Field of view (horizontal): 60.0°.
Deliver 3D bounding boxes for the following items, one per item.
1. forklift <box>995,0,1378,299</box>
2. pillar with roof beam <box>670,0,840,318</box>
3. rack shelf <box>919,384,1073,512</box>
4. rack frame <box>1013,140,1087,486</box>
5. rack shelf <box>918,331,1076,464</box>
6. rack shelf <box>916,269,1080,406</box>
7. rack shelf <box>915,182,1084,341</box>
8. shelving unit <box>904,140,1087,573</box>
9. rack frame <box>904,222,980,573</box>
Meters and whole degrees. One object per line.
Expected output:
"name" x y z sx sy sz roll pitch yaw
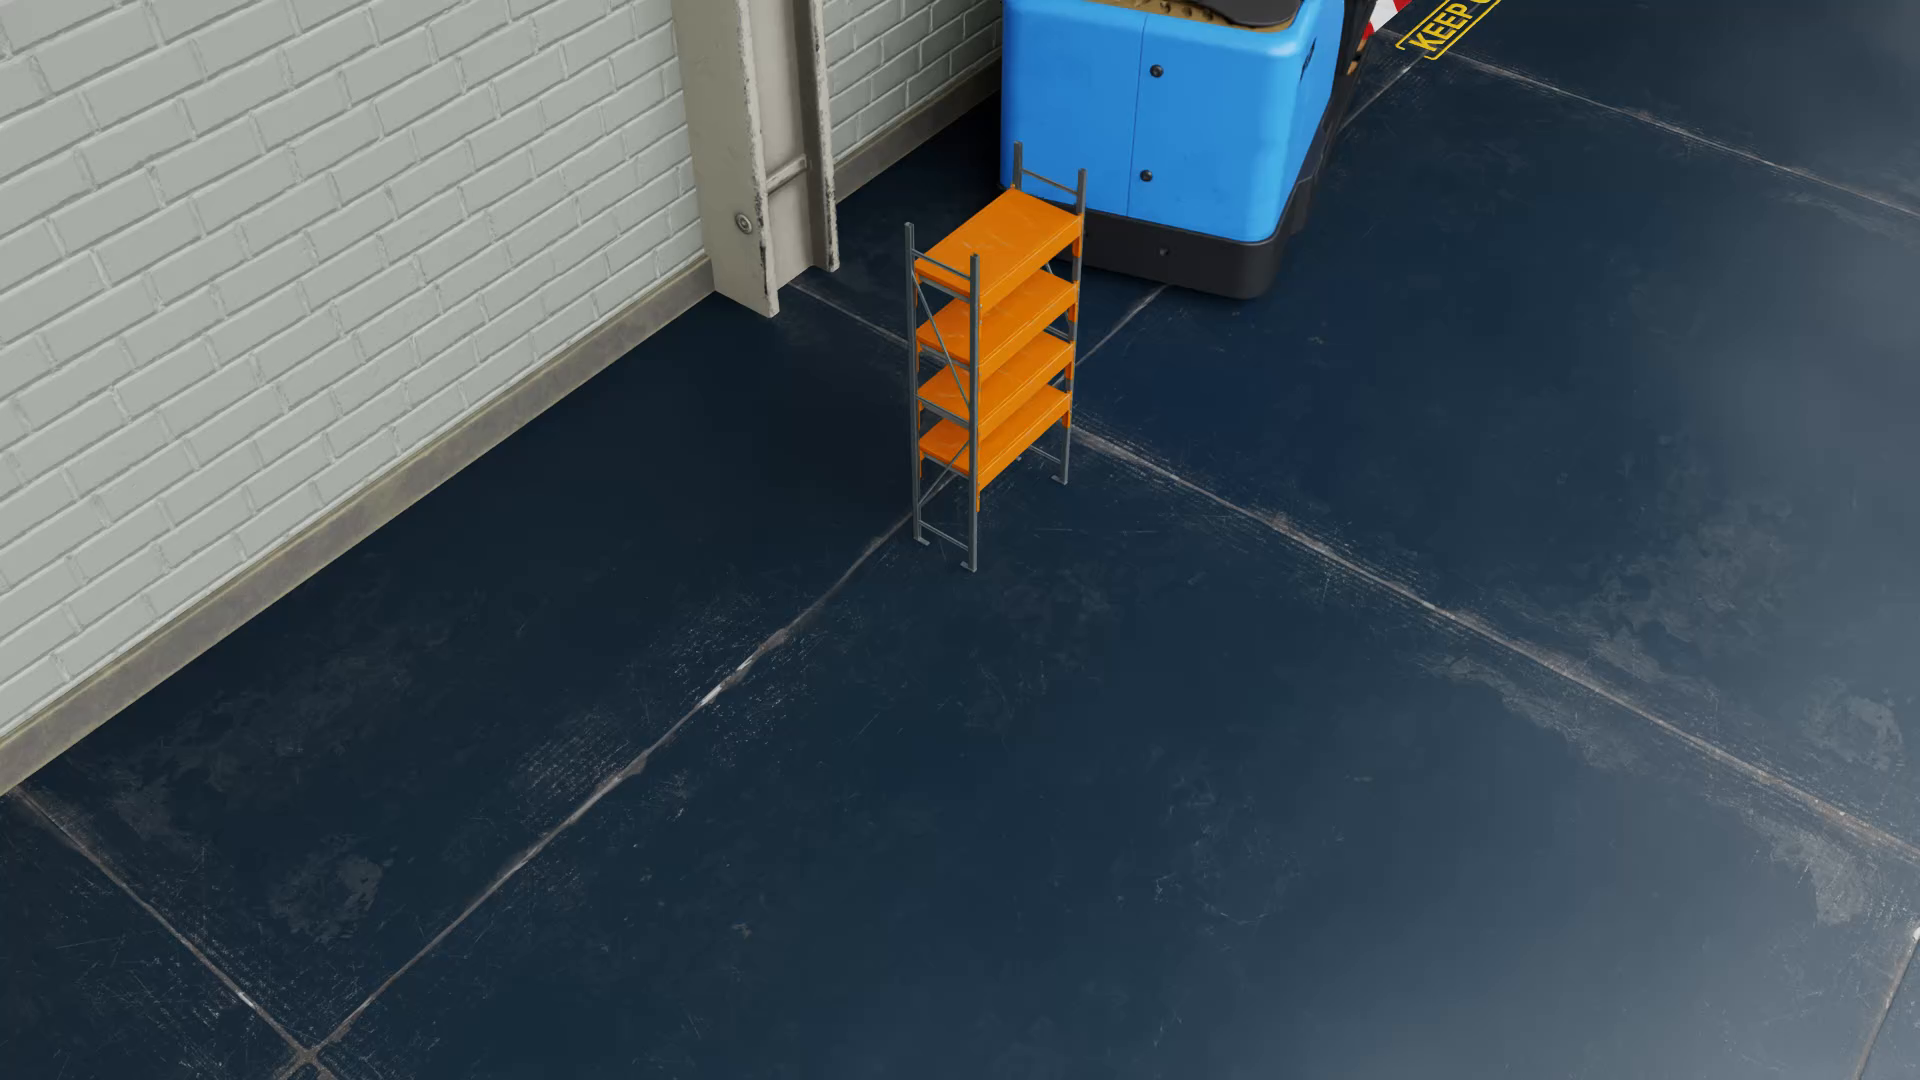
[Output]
"forklift" 1.123 -2.963 6.054 1.130 2.935 3.031 15 48 14
"pillar with roof beam" 2.718 -2.189 1.118 9.100 9.000 0.400 29 53 25
"rack shelf" 0.101 -0.326 5.099 0.258 0.148 0.480 29 53 25
"rack frame" 0.250 -0.649 5.040 0.240 1.200 0.015 29 53 25
"rack shelf" 0.101 -0.463 4.955 0.258 0.148 0.480 29 53 25
"rack shelf" 0.101 -0.617 4.794 0.258 0.148 0.480 29 53 25
"rack shelf" 0.101 -0.781 4.622 0.258 0.148 0.480 29 53 25
"shelving unit" 0.101 -0.509 4.907 0.258 1.200 0.503 29 53 25
"rack frame" -0.048 -0.370 4.773 0.240 1.200 0.015 29 53 25
